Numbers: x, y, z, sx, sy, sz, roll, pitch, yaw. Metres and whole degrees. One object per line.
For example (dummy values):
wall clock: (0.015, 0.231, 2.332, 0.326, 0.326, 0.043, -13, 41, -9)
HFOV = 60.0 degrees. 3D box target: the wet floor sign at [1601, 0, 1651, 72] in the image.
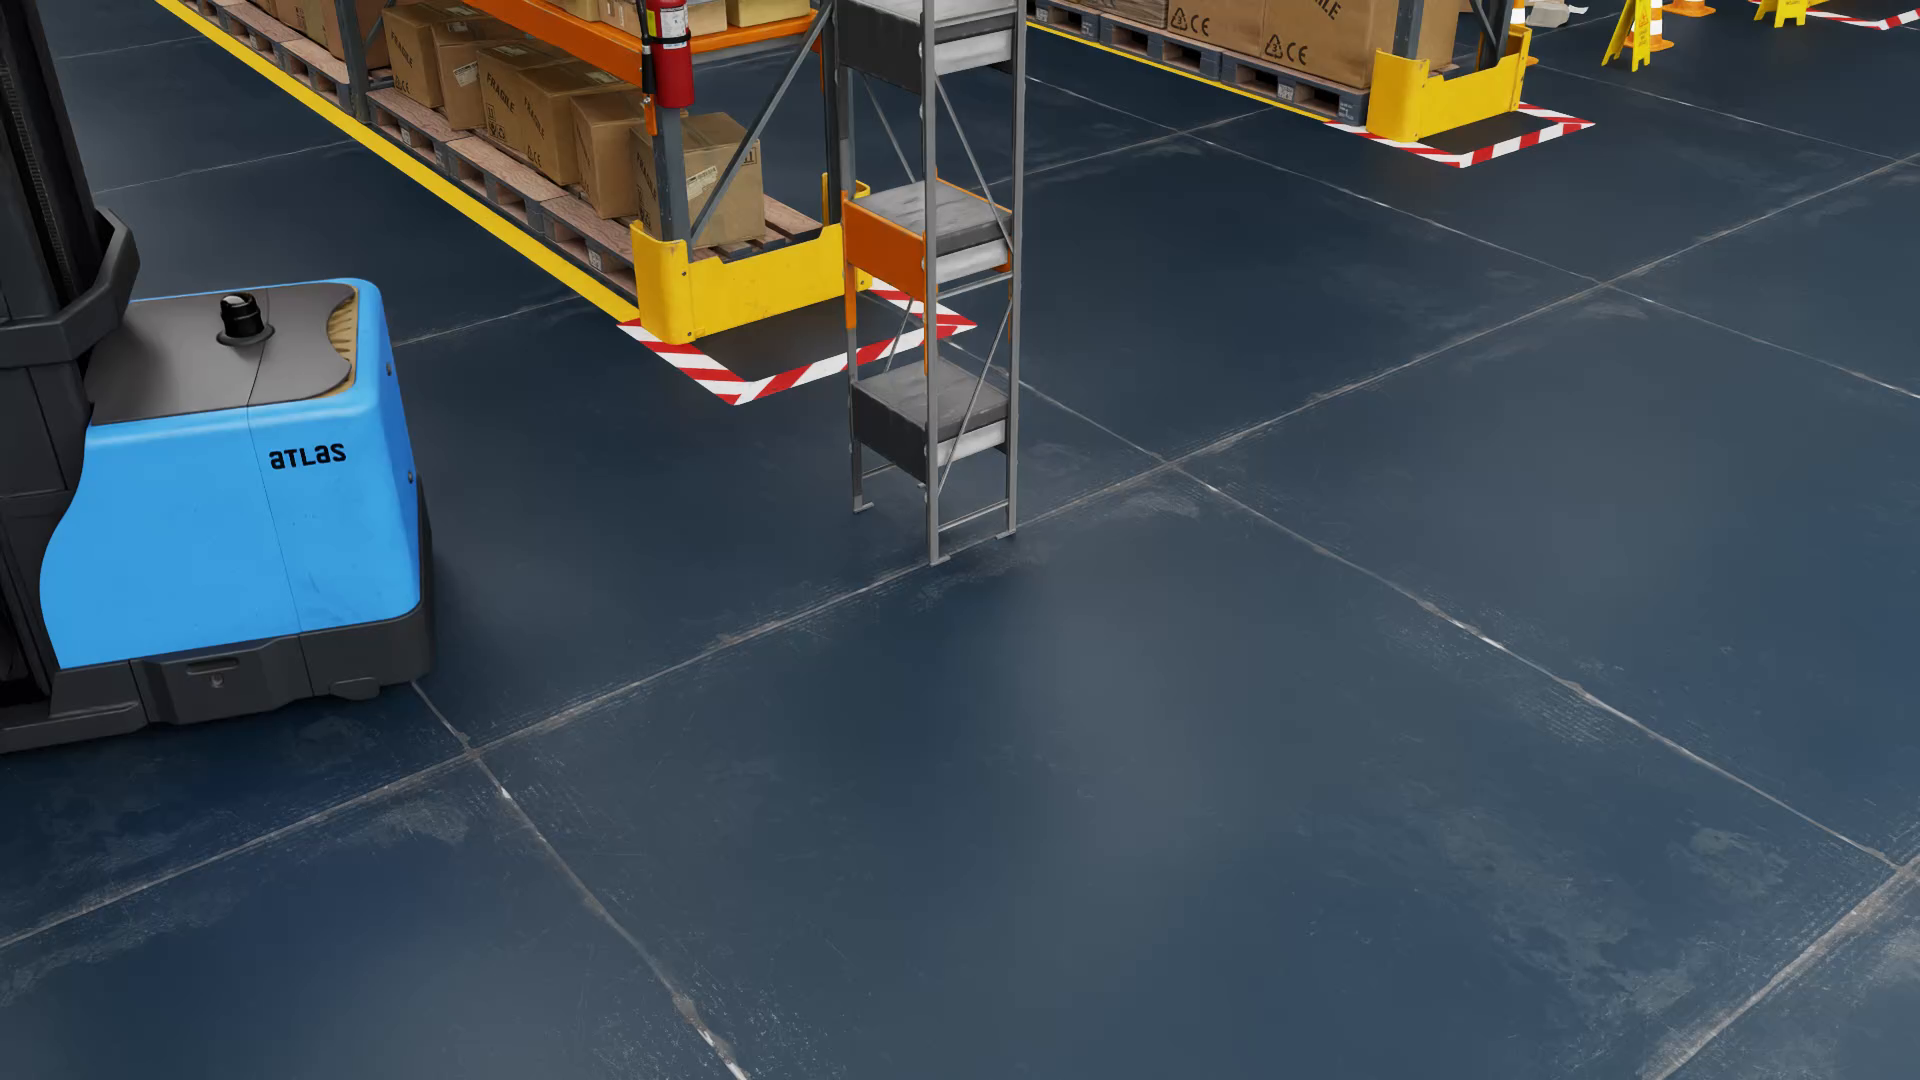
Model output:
wet floor sign: (4.633, -3.584, 11.410, 0.232, 0.644, 0.267, 26, 40, 35)

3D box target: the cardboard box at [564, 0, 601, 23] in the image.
cardboard box: (-1.614, -2.531, 7.720, 0.380, 0.149, 0.250, -22, 38, -31)

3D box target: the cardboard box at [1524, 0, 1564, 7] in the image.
cardboard box: (4.500, -4.281, 13.002, 0.380, 0.149, 0.250, -4, 32, -7)

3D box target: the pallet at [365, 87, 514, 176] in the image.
pallet: (-2.942, -2.607, 10.248, 1.003, 0.211, 1.213, -22, 38, -31)

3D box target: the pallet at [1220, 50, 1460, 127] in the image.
pallet: (2.499, -3.079, 11.008, 1.003, 0.211, 1.213, -22, 38, -31)

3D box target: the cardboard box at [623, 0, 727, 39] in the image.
cardboard box: (-1.267, -2.339, 7.411, 0.380, 0.149, 0.250, -22, 38, -31)

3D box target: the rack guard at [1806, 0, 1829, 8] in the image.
rack guard: (6.852, -4.569, 13.133, 1.175, 0.500, 0.348, -22, 38, -31)

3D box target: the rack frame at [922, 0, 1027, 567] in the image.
rack frame: (0.048, -0.859, 5.643, 0.400, 2.100, 0.015, -22, 38, -31)

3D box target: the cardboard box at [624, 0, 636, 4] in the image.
cardboard box: (-1.245, -2.800, 7.539, 0.875, 0.500, 0.500, -22, 38, -31)

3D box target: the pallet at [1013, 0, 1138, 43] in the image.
pallet: (1.002, -4.096, 12.645, 1.003, 0.211, 1.213, -22, 38, -31)

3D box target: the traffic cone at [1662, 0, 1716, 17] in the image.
traffic cone: (5.616, -4.284, 12.709, 0.336, 0.463, 0.334, -22, 38, -31)

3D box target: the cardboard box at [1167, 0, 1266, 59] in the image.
cardboard box: (2.042, -3.859, 11.236, 0.875, 0.875, 0.875, -23, 39, -32)

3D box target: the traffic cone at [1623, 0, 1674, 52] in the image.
traffic cone: (4.948, -3.783, 11.902, 0.336, 0.463, 0.334, -22, 38, -31)

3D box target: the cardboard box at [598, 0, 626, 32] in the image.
cardboard box: (-1.420, -2.443, 7.579, 0.380, 0.149, 0.250, -22, 38, -31)

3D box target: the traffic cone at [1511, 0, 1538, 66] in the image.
traffic cone: (3.847, -3.559, 11.542, 0.336, 0.463, 0.334, -22, 38, -31)

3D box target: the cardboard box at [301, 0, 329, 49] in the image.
cardboard box: (-4.019, -3.653, 11.241, 0.700, 0.500, 0.500, -23, 38, -32)

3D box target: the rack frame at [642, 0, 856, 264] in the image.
rack frame: (-0.929, -2.393, 7.261, 1.000, 3.000, 0.127, -22, 38, -31)

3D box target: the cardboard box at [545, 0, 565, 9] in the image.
cardboard box: (-1.755, -2.640, 7.895, 0.380, 0.149, 0.250, -22, 38, -31)

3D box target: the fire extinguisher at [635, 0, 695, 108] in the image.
fire extinguisher: (-1.223, -2.164, 6.964, 0.296, 0.674, 0.183, -22, 38, -31)

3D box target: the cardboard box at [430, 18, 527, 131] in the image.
cardboard box: (-2.811, -2.761, 9.824, 0.500, 0.500, 0.500, -11, 33, -16)

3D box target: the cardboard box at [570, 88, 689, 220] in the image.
cardboard box: (-1.692, -2.014, 8.620, 0.500, 0.500, 0.500, -12, 34, -19)

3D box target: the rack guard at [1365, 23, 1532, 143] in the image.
rack guard: (3.066, -2.884, 10.420, 1.175, 0.500, 0.348, -22, 38, -31)

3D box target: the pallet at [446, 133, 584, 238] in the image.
pallet: (-2.190, -2.099, 9.429, 1.003, 0.211, 1.213, -22, 38, -31)

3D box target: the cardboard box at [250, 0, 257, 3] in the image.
cardboard box: (-5.058, -4.353, 12.367, 0.700, 0.500, 0.500, -26, 40, -35)

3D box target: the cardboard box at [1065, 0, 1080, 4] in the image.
cardboard box: (0.928, -4.614, 12.452, 0.875, 0.875, 0.875, -22, 38, -31)

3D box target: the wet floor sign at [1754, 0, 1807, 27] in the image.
wet floor sign: (6.170, -4.174, 12.359, 0.267, 0.644, 0.232, -10, 33, -15)

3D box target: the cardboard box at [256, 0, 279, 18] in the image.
cardboard box: (-4.705, -4.119, 11.991, 0.700, 0.500, 0.500, -19, 37, -28)

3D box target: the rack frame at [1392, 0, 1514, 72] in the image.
rack frame: (3.051, -3.956, 9.777, 1.000, 3.000, 0.127, -22, 38, -31)

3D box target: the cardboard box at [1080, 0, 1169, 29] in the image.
cardboard box: (1.484, -4.240, 11.849, 0.875, 0.875, 0.875, -22, 38, -31)

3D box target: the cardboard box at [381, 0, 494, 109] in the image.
cardboard box: (-3.168, -2.997, 10.204, 0.500, 0.500, 0.500, -24, 39, -33)

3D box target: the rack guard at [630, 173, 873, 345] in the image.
rack guard: (-0.976, -1.363, 7.971, 1.175, 0.500, 0.348, -22, 38, -31)

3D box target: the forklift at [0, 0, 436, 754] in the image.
forklift: (-3.299, -0.782, 4.731, 3.031, 2.935, 1.130, -9, 33, -14)

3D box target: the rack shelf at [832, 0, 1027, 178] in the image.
rack shelf: (-0.101, -1.544, 5.445, 0.431, 0.518, 0.480, -22, 38, -31)

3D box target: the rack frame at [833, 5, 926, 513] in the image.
rack frame: (-0.251, -1.063, 5.971, 0.400, 2.100, 0.015, -22, 38, -31)

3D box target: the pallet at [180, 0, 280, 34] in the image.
pallet: (-5.357, -4.217, 12.839, 1.003, 0.211, 1.213, -22, 38, -31)

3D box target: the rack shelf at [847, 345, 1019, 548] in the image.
rack shelf: (-0.102, -0.355, 6.184, 0.431, 0.518, 0.480, -22, 38, -31)

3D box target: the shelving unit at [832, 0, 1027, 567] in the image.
shelving unit: (-0.102, -0.961, 5.807, 0.431, 2.100, 0.503, -22, 38, -31)

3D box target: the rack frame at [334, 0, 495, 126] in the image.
rack frame: (-3.382, -4.060, 9.945, 1.000, 3.000, 0.127, -22, 38, -31)

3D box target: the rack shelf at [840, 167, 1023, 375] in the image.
rack shelf: (-0.102, -0.949, 5.814, 0.431, 0.518, 0.480, -22, 38, -31)

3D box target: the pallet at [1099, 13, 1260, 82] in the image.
pallet: (1.755, -3.587, 11.826, 1.003, 0.211, 1.213, -22, 38, -31)

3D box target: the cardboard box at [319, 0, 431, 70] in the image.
cardboard box: (-3.742, -3.448, 10.911, 0.700, 0.500, 0.500, -26, 40, -35)

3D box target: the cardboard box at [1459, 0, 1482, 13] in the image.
cardboard box: (3.822, -4.452, 12.941, 0.637, 0.503, 0.797, 6, 32, 10)

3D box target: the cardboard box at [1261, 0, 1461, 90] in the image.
cardboard box: (2.583, -3.493, 10.647, 0.875, 0.875, 0.875, -22, 38, -31)

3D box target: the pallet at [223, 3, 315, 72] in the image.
pallet: (-4.613, -3.709, 12.021, 1.003, 0.211, 1.213, -22, 38, -31)

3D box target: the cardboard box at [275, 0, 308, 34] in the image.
cardboard box: (-4.363, -3.886, 11.616, 0.700, 0.500, 0.500, -26, 40, -35)

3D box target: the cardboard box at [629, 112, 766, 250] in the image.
cardboard box: (-1.299, -1.776, 8.237, 0.500, 0.500, 0.500, -15, 35, -23)

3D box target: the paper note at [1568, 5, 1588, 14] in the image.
paper note: (4.747, -4.088, 12.804, 0.142, 0.019, 0.148, 18, 36, 27)

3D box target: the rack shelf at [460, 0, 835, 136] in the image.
rack shelf: (-2.156, -2.921, 8.792, 1.077, 0.370, 4.000, -22, 38, -31)

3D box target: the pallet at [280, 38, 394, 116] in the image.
pallet: (-3.861, -3.200, 11.202, 1.003, 0.211, 1.213, -22, 38, -31)

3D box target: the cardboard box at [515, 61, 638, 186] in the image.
cardboard box: (-2.061, -2.281, 9.050, 0.500, 0.500, 0.500, -19, 36, -27)

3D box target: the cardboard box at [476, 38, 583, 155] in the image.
cardboard box: (-2.368, -2.528, 9.448, 0.500, 0.500, 0.500, -26, 40, -35)

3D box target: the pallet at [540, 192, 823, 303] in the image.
pallet: (-1.446, -1.591, 8.611, 1.003, 0.211, 1.213, -22, 38, -31)

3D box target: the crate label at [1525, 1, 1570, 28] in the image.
crate label: (4.417, -3.952, 12.484, 0.298, 0.136, 0.250, 12, 34, 19)

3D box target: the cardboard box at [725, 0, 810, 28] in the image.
cardboard box: (-0.916, -2.483, 7.642, 0.380, 0.149, 0.250, -22, 38, -31)
